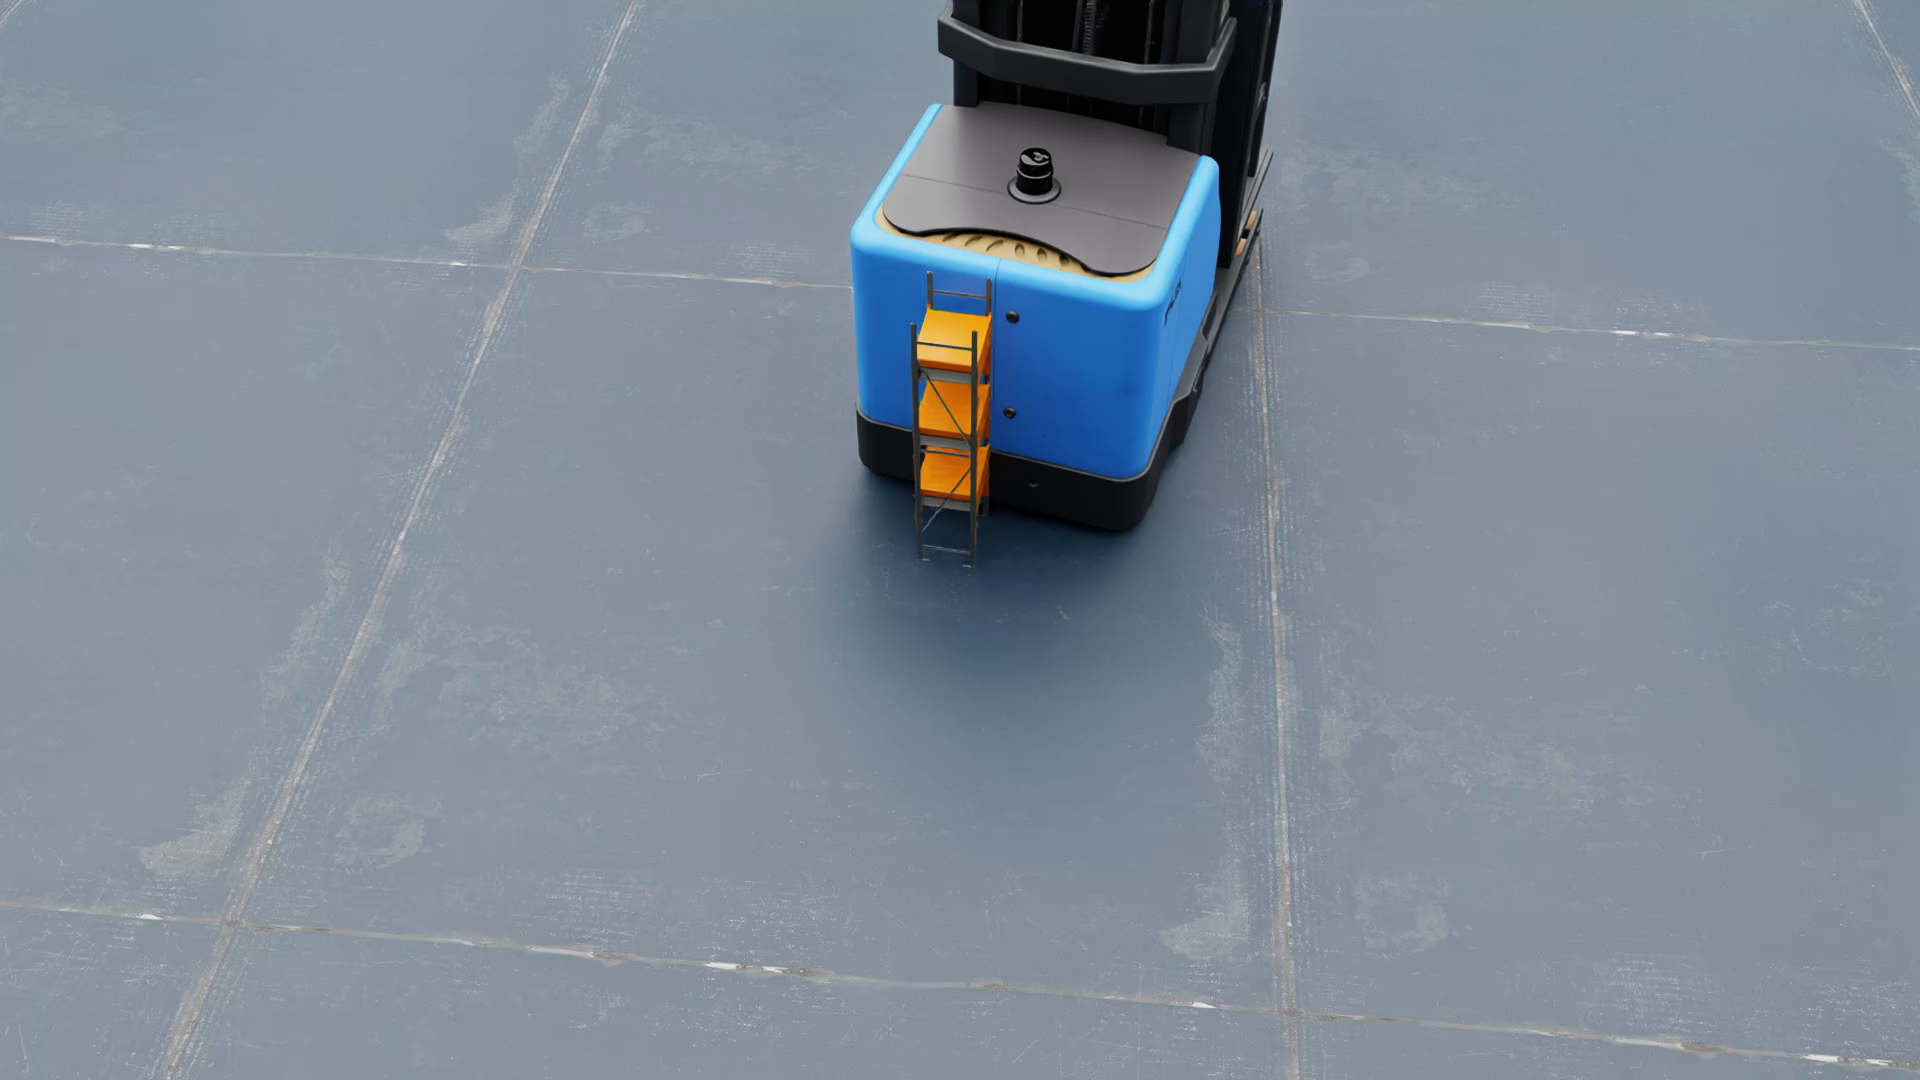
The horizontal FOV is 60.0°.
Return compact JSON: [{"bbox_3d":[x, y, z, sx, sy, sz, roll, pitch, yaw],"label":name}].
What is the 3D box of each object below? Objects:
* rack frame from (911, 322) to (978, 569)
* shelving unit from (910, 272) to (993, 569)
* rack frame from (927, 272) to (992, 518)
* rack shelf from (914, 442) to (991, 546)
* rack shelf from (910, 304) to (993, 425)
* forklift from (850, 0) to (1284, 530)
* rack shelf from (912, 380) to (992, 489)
[{"bbox_3d":[-0.047,-0.272,5.288,0.200,1.050,0.008,8,48,7],"label":"rack frame"},{"bbox_3d":[-0.024,-0.361,5.369,0.215,1.050,0.252,8,48,7],"label":"shelving unit"},{"bbox_3d":[-0.001,-0.449,5.449,0.200,1.050,0.008,8,48,7],"label":"rack frame"},{"bbox_3d":[-0.024,-0.166,5.581,0.215,0.259,0.240,8,48,7],"label":"rack shelf"},{"bbox_3d":[-0.024,-0.545,5.167,0.215,0.259,0.240,8,48,7],"label":"rack shelf"},{"bbox_3d":[0.601,-2.134,5.716,1.130,2.935,3.031,14,49,13],"label":"forklift"},{"bbox_3d":[-0.024,-0.354,5.376,0.215,0.259,0.240,8,48,7],"label":"rack shelf"}]
